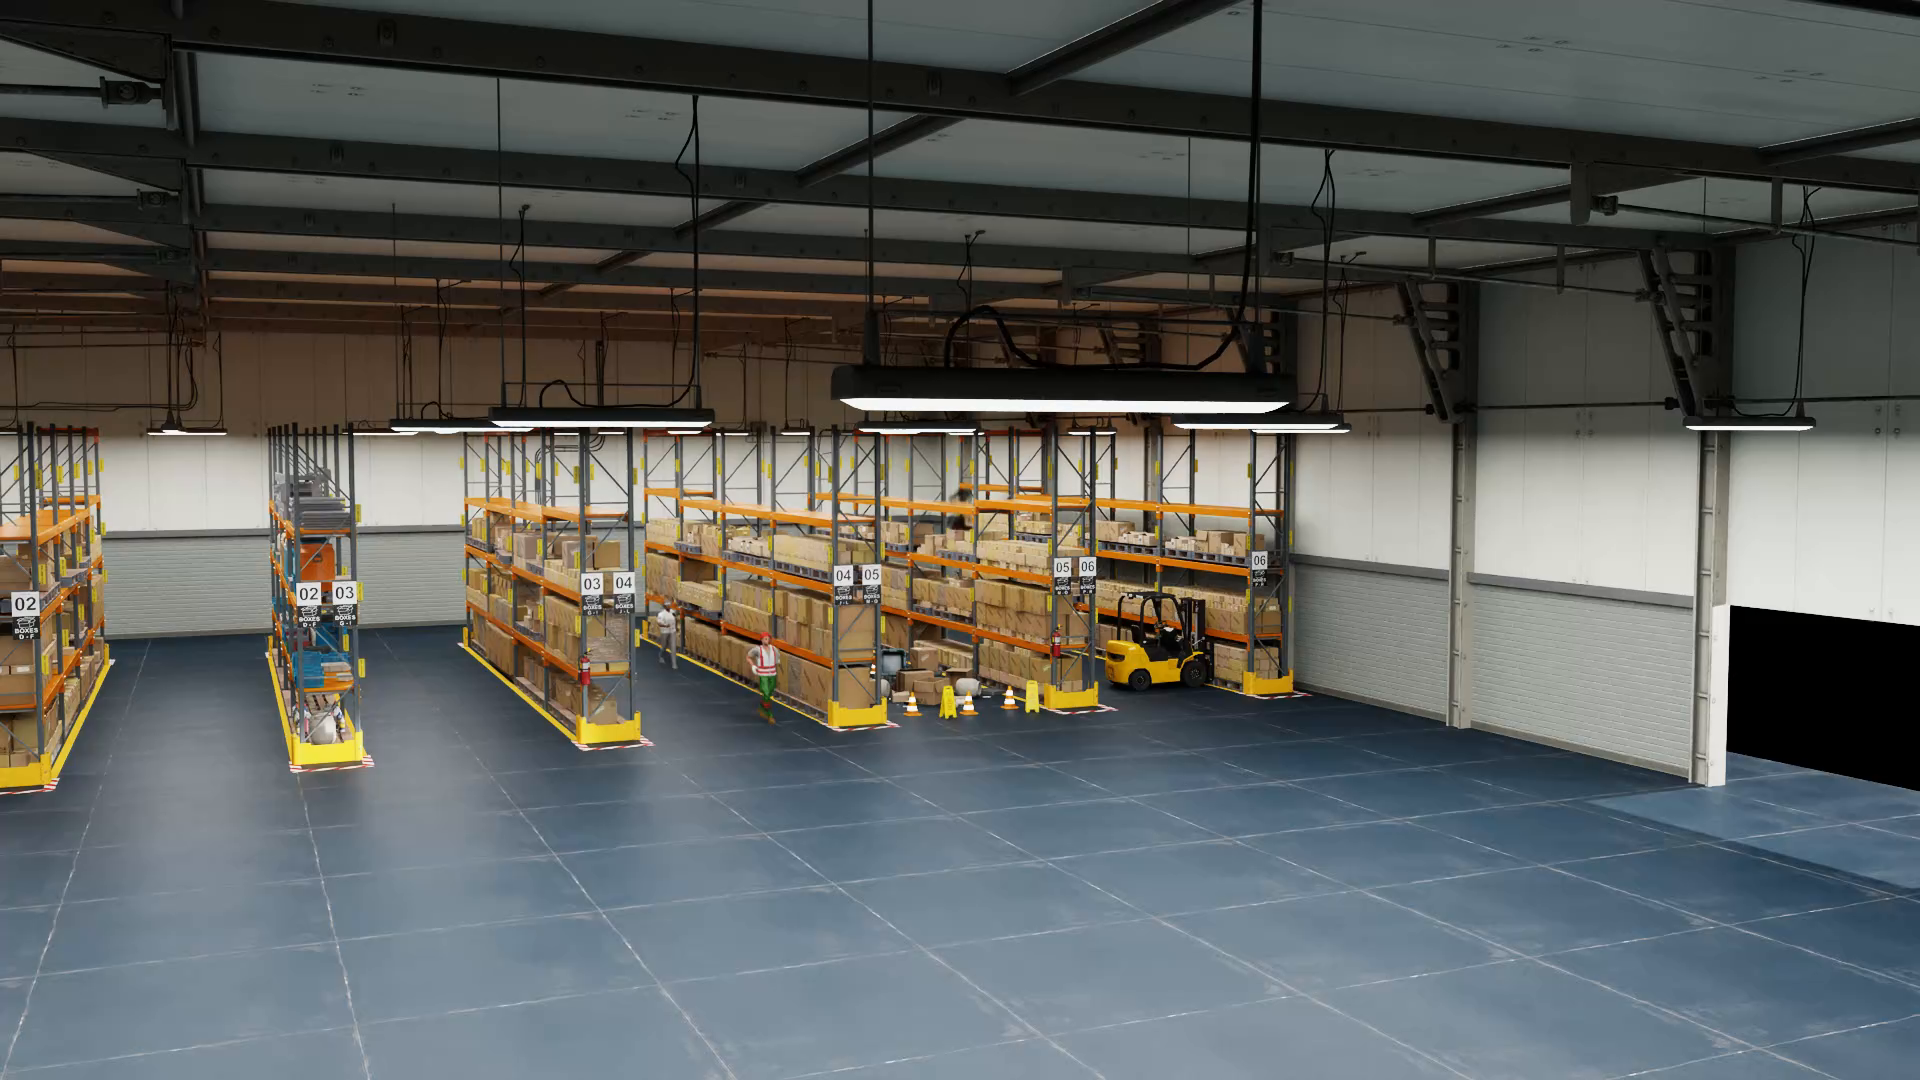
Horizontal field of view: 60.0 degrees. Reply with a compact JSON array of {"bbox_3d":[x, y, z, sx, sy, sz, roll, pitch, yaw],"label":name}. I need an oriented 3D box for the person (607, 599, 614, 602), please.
[{"bbox_3d":[-10.189,1.975,47.863,0.652,1.649,0.856,2,4,26],"label":"person"}]

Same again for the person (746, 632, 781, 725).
[{"bbox_3d":[-3.895,2.752,33.493,0.648,1.808,0.884,-2,4,-35],"label":"person"}]

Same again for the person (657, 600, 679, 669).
[{"bbox_3d":[-7.274,2.328,41.459,0.577,1.689,0.941,-2,4,-30],"label":"person"}]
